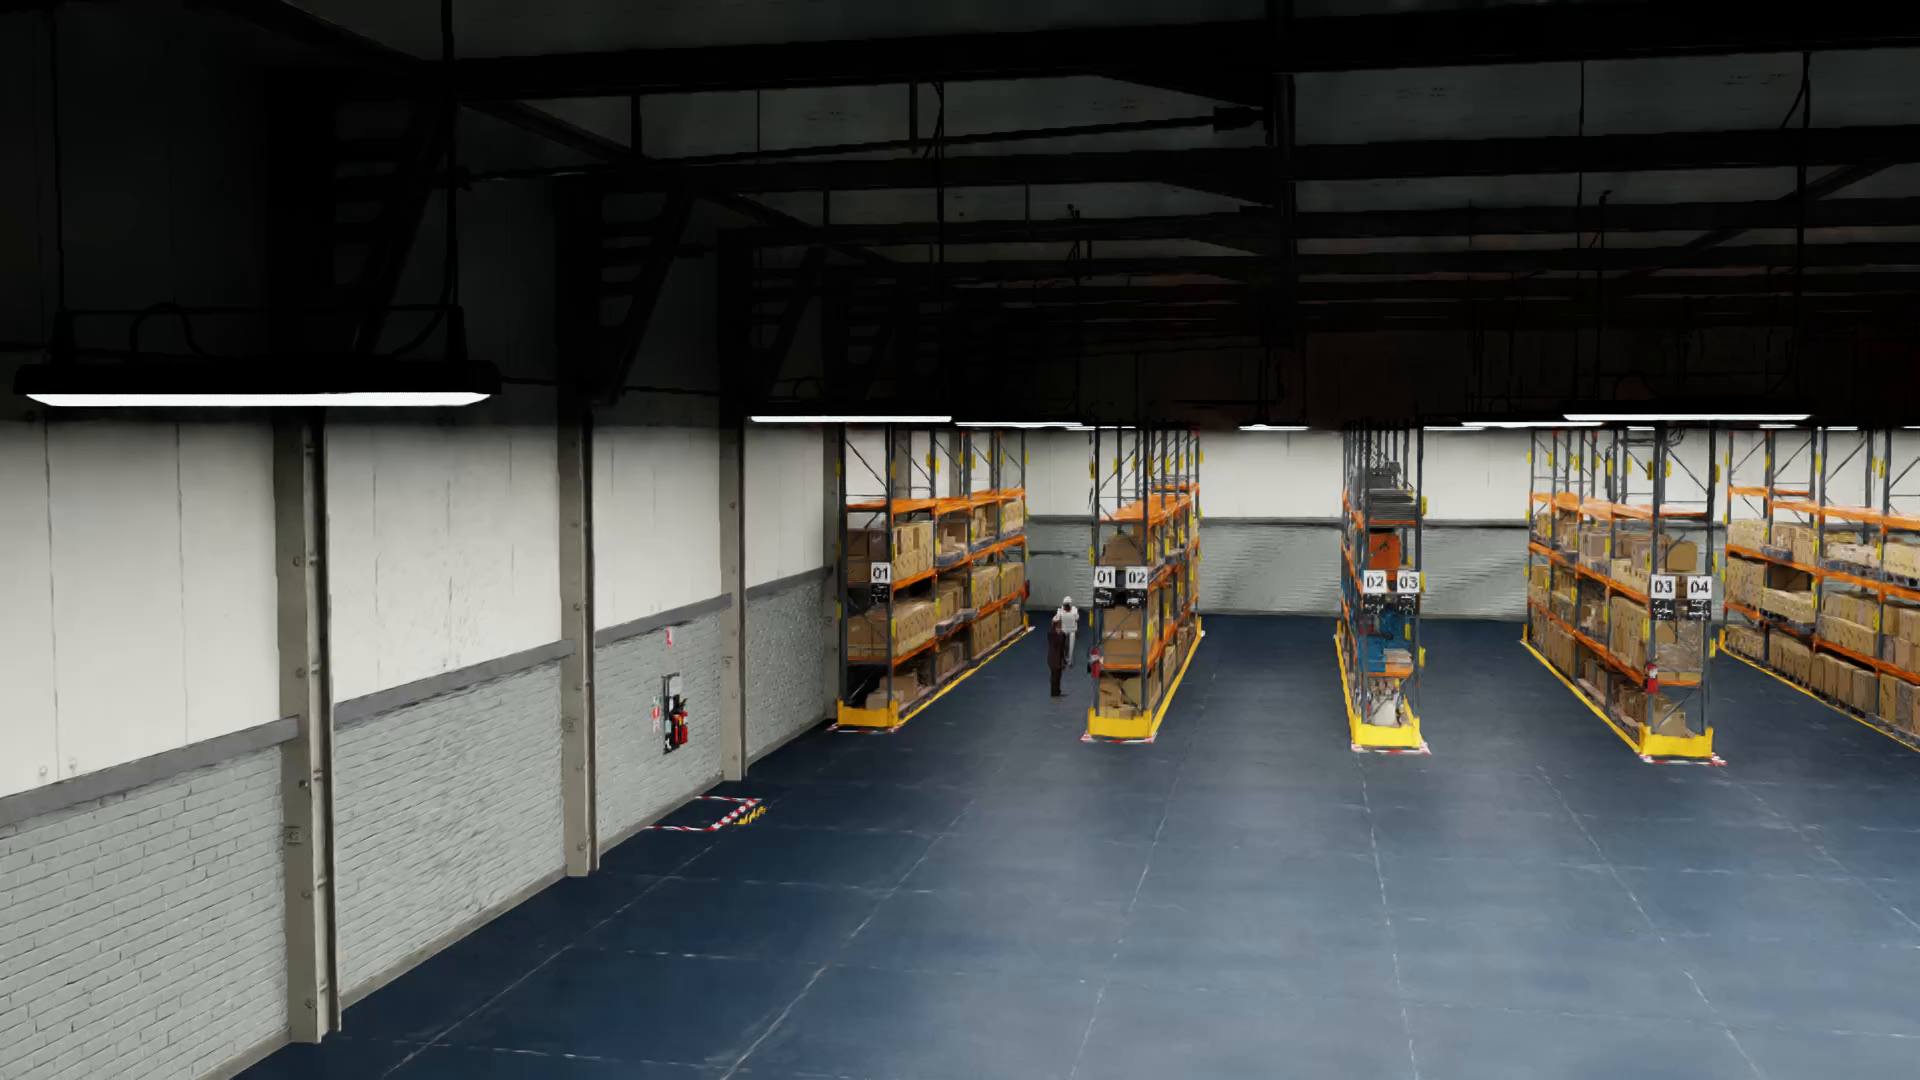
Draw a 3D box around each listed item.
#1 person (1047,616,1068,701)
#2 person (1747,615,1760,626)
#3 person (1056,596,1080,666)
[{"bbox_3d":[2.105,2.513,35.497,0.504,1.788,0.640,-1,4,-20],"label":"person"},{"bbox_3d":[21.638,1.894,45.153,0.462,1.780,0.698,-1,4,-20],"label":"person"},{"bbox_3d":[2.631,2.220,40.806,0.577,1.691,1.121,1,4,13],"label":"person"}]
